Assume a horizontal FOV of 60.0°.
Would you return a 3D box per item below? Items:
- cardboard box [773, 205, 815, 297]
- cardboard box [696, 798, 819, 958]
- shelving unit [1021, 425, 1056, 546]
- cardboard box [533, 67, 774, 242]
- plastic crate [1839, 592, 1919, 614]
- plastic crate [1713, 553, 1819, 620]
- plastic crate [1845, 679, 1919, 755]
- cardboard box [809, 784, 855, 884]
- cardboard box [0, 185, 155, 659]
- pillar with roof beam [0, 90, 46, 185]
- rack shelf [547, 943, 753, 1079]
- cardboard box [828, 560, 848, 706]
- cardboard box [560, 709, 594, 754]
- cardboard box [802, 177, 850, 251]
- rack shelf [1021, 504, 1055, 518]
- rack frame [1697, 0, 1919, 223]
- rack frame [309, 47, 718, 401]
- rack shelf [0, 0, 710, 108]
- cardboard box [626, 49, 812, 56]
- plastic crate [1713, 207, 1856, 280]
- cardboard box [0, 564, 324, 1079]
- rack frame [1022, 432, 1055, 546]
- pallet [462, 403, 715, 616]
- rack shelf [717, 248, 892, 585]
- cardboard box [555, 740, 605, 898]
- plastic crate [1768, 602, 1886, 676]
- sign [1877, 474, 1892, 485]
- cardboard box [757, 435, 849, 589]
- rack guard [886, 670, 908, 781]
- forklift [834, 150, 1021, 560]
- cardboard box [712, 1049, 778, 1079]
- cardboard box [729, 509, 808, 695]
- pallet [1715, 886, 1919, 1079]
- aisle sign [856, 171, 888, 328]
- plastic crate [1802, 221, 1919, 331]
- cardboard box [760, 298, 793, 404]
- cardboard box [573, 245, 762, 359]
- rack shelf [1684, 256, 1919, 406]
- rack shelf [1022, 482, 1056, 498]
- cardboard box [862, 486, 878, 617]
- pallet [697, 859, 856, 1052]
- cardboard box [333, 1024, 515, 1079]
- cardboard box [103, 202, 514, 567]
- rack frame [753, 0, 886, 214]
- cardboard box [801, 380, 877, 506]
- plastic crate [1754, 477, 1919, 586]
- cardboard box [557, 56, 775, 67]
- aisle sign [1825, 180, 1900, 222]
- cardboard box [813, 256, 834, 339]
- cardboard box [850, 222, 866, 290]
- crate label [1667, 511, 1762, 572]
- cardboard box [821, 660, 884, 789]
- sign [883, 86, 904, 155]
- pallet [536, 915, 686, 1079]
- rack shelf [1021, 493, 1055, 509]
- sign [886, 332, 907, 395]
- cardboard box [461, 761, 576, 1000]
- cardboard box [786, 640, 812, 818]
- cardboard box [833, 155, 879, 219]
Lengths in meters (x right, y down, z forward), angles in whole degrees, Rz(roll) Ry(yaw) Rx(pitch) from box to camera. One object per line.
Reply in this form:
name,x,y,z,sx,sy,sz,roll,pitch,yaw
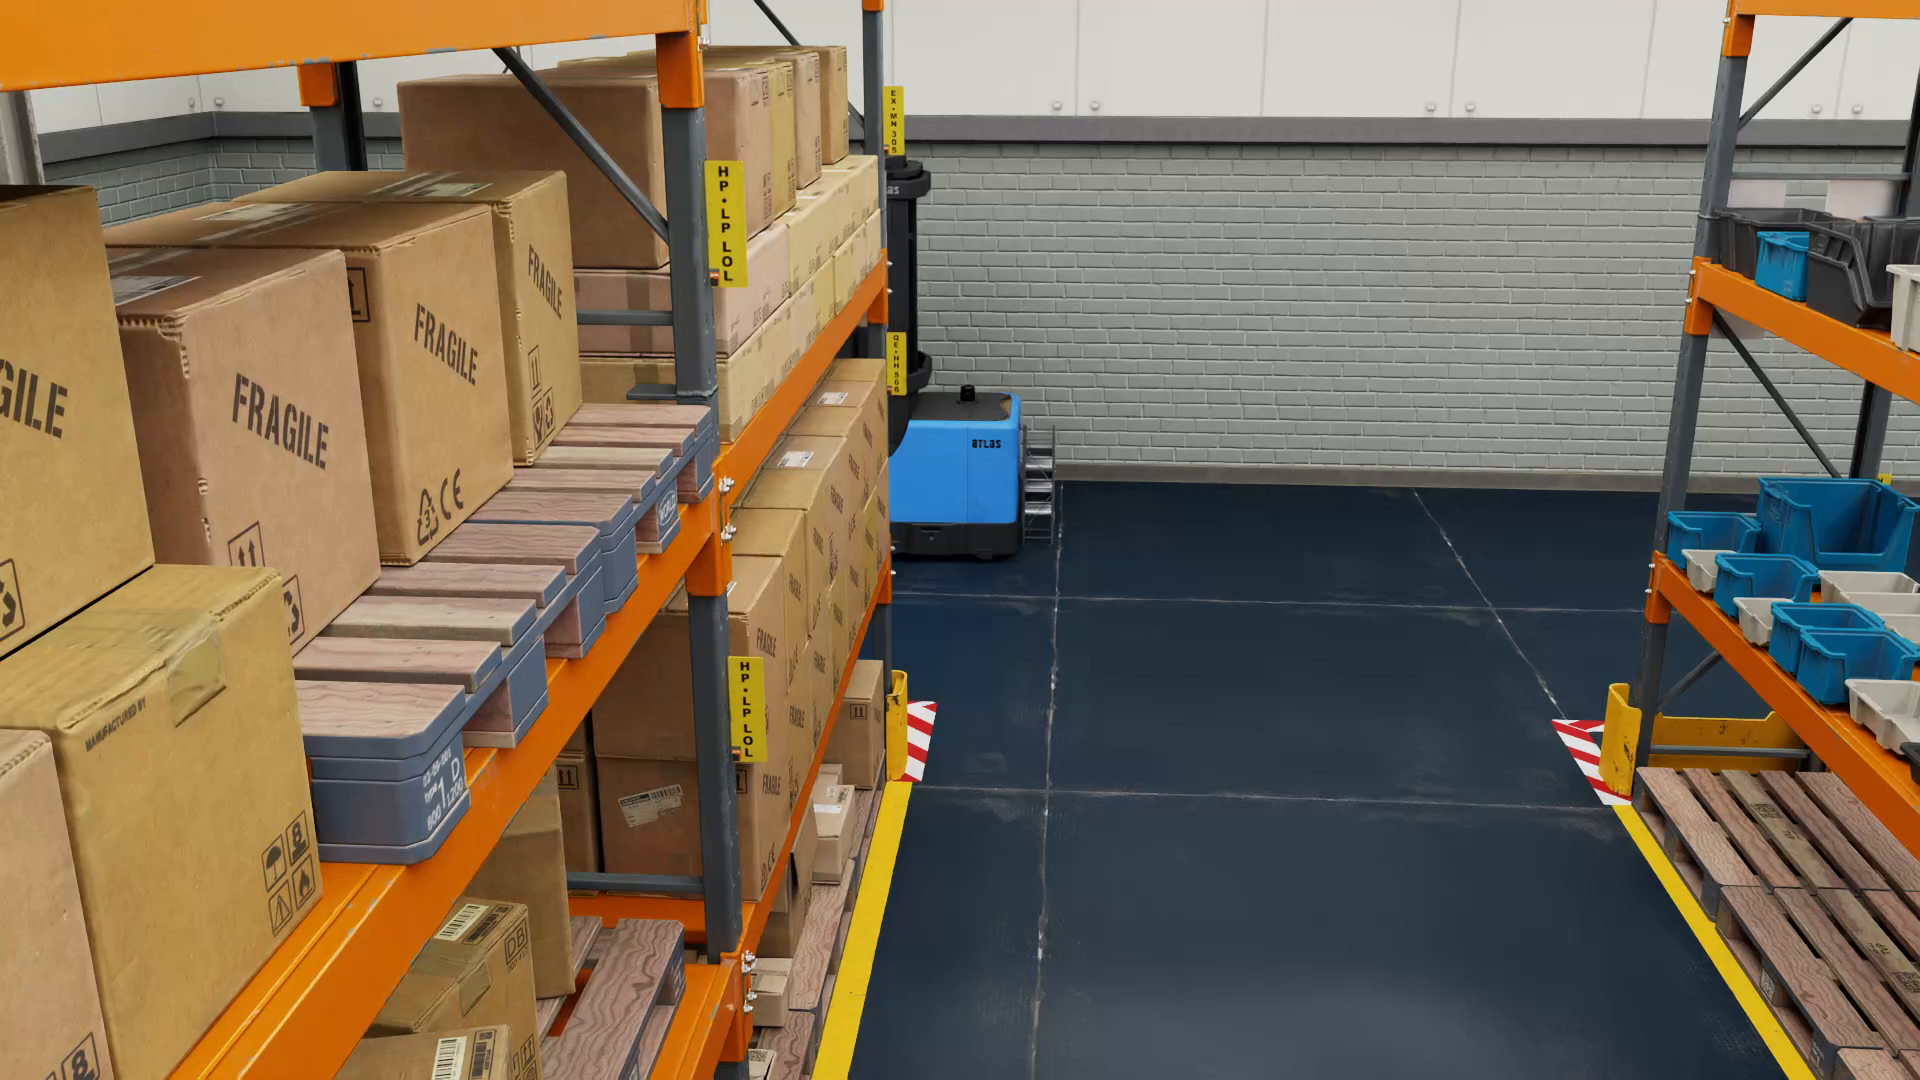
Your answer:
cardboard box,-0.798,-1.022,5.845,0.500,0.250,0.500,1,18,4
cardboard box,-1.033,1.419,7.077,0.797,0.503,0.637,1,18,4
shelving unit,0.603,-0.419,12.757,0.258,0.900,0.210,1,18,2
cardboard box,-0.988,-1.226,5.265,0.700,0.500,0.500,1,18,4
plastic crate,4.152,0.339,7.398,0.396,0.136,0.243,1,18,4
plastic crate,3.672,0.220,7.607,0.416,0.233,0.300,1,18,4
plastic crate,3.603,0.687,6.337,0.293,0.136,0.466,1,18,4
cardboard box,-0.767,1.350,7.696,0.500,0.250,0.500,1,18,4
cardboard box,-1.338,-0.132,1.925,0.500,0.500,0.500,1,18,4
pillar with roof beam,-2.192,-3.939,10.491,9.100,9.000,0.400,1,18,4
rack shelf,-1.306,1.989,3.192,1.077,0.370,4.000,1,18,4
cardboard box,-0.747,0.354,6.866,0.500,0.500,0.500,1,18,3
cardboard box,-1.384,0.340,5.301,0.500,0.500,0.500,1,18,4
cardboard box,-0.733,-1.333,6.793,0.500,0.250,0.500,1,18,4
rack shelf,0.603,-0.216,12.823,0.258,0.077,0.200,1,18,2
rack frame,4.065,-2.956,7.492,1.000,3.000,0.127,1,18,4
rack frame,-1.162,-1.825,4.041,1.000,3.000,0.127,1,18,4
rack shelf,-1.306,-0.672,2.320,1.077,0.370,4.000,1,18,4
cardboard box,-1.016,-1.851,7.172,0.700,0.500,0.500,1,18,4
plastic crate,3.759,-1.355,7.633,0.497,0.269,0.590,1,18,4
cardboard box,-1.377,0.339,2.093,0.910,0.500,0.500,1,18,4
rack frame,0.599,-0.387,12.660,0.240,0.900,0.006,1,18,2
pallet,-1.279,-0.109,3.924,1.213,0.211,1.003,1,18,4
rack shelf,-1.019,-0.679,6.516,1.077,0.370,4.000,1,18,4
cardboard box,-1.382,0.817,5.451,0.500,0.500,0.500,2,18,5
plastic crate,3.624,0.424,6.983,0.416,0.233,0.300,1,18,4
sign,4.615,-0.175,8.378,0.100,0.325,0.005,1,18,4
cardboard box,-0.738,-0.117,6.697,0.500,0.500,0.500,2,18,6
rack guard,-0.881,0.995,9.084,1.175,0.500,0.348,1,18,4
forklift,-1.055,-1.403,12.499,3.031,2.935,1.130,1,18,3
cardboard box,-0.916,1.969,5.709,0.500,0.311,0.500,1,18,4
cardboard box,-0.811,0.203,5.721,0.500,0.500,0.500,1,18,2
pallet,3.877,1.853,6.928,1.003,0.211,1.213,1,18,4
aisle sign,-0.565,-1.466,8.406,0.394,0.787,0.004,1,18,4
plastic crate,3.681,-1.032,6.539,0.504,0.338,0.767,1,18,4
cardboard box,-0.841,-0.629,5.449,0.500,0.250,0.500,1,18,4
cardboard box,-0.880,-0.711,4.898,0.500,0.250,0.500,1,18,4
rack shelf,3.922,-0.567,6.175,1.077,0.370,4.000,1,18,4
rack shelf,0.603,-0.387,12.767,0.258,0.077,0.200,1,18,2
cardboard box,-0.670,0.042,7.816,0.500,0.500,0.500,1,18,4
pallet,-1.027,1.758,7.220,1.003,0.211,1.213,1,18,4
cardboard box,-1.227,1.329,3.216,0.700,0.500,0.500,-3,18,-10
cardboard box,-1.297,-0.331,3.304,0.600,0.600,0.600,1,18,3
rack frame,-0.875,-3.067,7.832,1.000,3.000,0.127,1,18,4
cardboard box,-0.668,-0.438,7.676,0.500,0.500,0.500,2,18,5
plastic crate,4.227,-0.042,8.081,0.616,0.435,0.499,1,18,4
cardboard box,-1.074,-1.540,6.223,0.700,0.500,0.500,1,18,4
aisle sign,4.362,-1.356,8.069,0.394,0.787,0.004,1,18,4
cardboard box,-0.771,-0.940,6.397,0.500,0.250,0.500,1,18,4
cardboard box,-0.696,-1.250,7.345,0.500,0.250,0.500,1,18,4
crate label,3.719,0.016,8.231,0.416,0.233,0.303,1,18,4
cardboard box,-0.669,0.937,8.555,0.500,0.500,0.500,1,18,4
sign,-0.323,-2.044,8.105,0.100,0.325,0.005,1,18,4
pallet,-1.328,1.363,4.255,1.003,0.211,1.213,1,18,4
rack shelf,0.603,-0.302,12.795,0.258,0.077,0.200,1,18,2
sign,-0.323,-0.898,8.480,0.100,0.325,0.005,1,18,4
cardboard box,-1.419,0.921,4.461,0.700,0.500,0.500,-5,19,-15
cardboard box,-0.820,0.667,5.910,0.500,0.500,0.500,2,18,5
cardboard box,-0.658,-1.643,7.741,0.500,0.250,0.500,1,18,4
